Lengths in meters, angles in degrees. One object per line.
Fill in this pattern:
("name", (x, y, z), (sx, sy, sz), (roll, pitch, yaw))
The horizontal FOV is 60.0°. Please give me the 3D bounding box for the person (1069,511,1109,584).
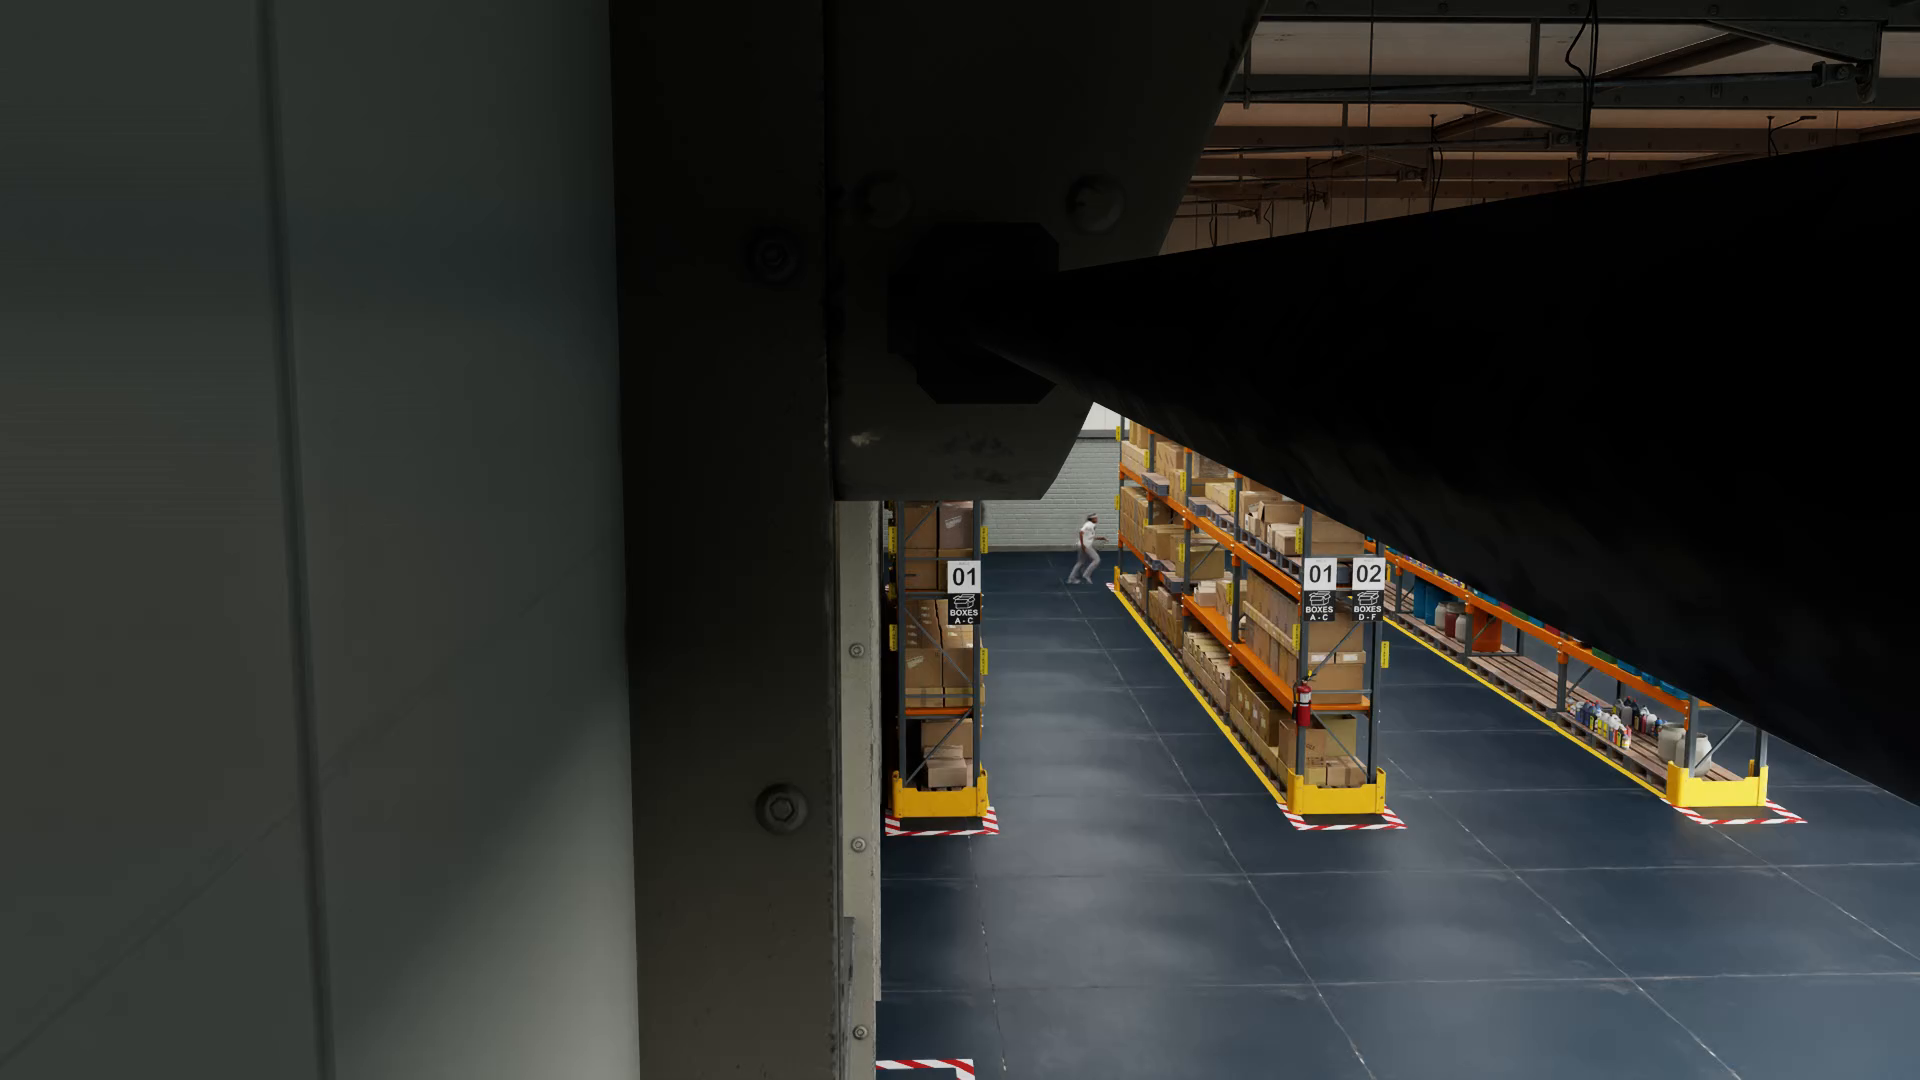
("person", (2.914, 0.162, 37.331), (0.905, 1.628, 0.570), (-1, 8, -6))
